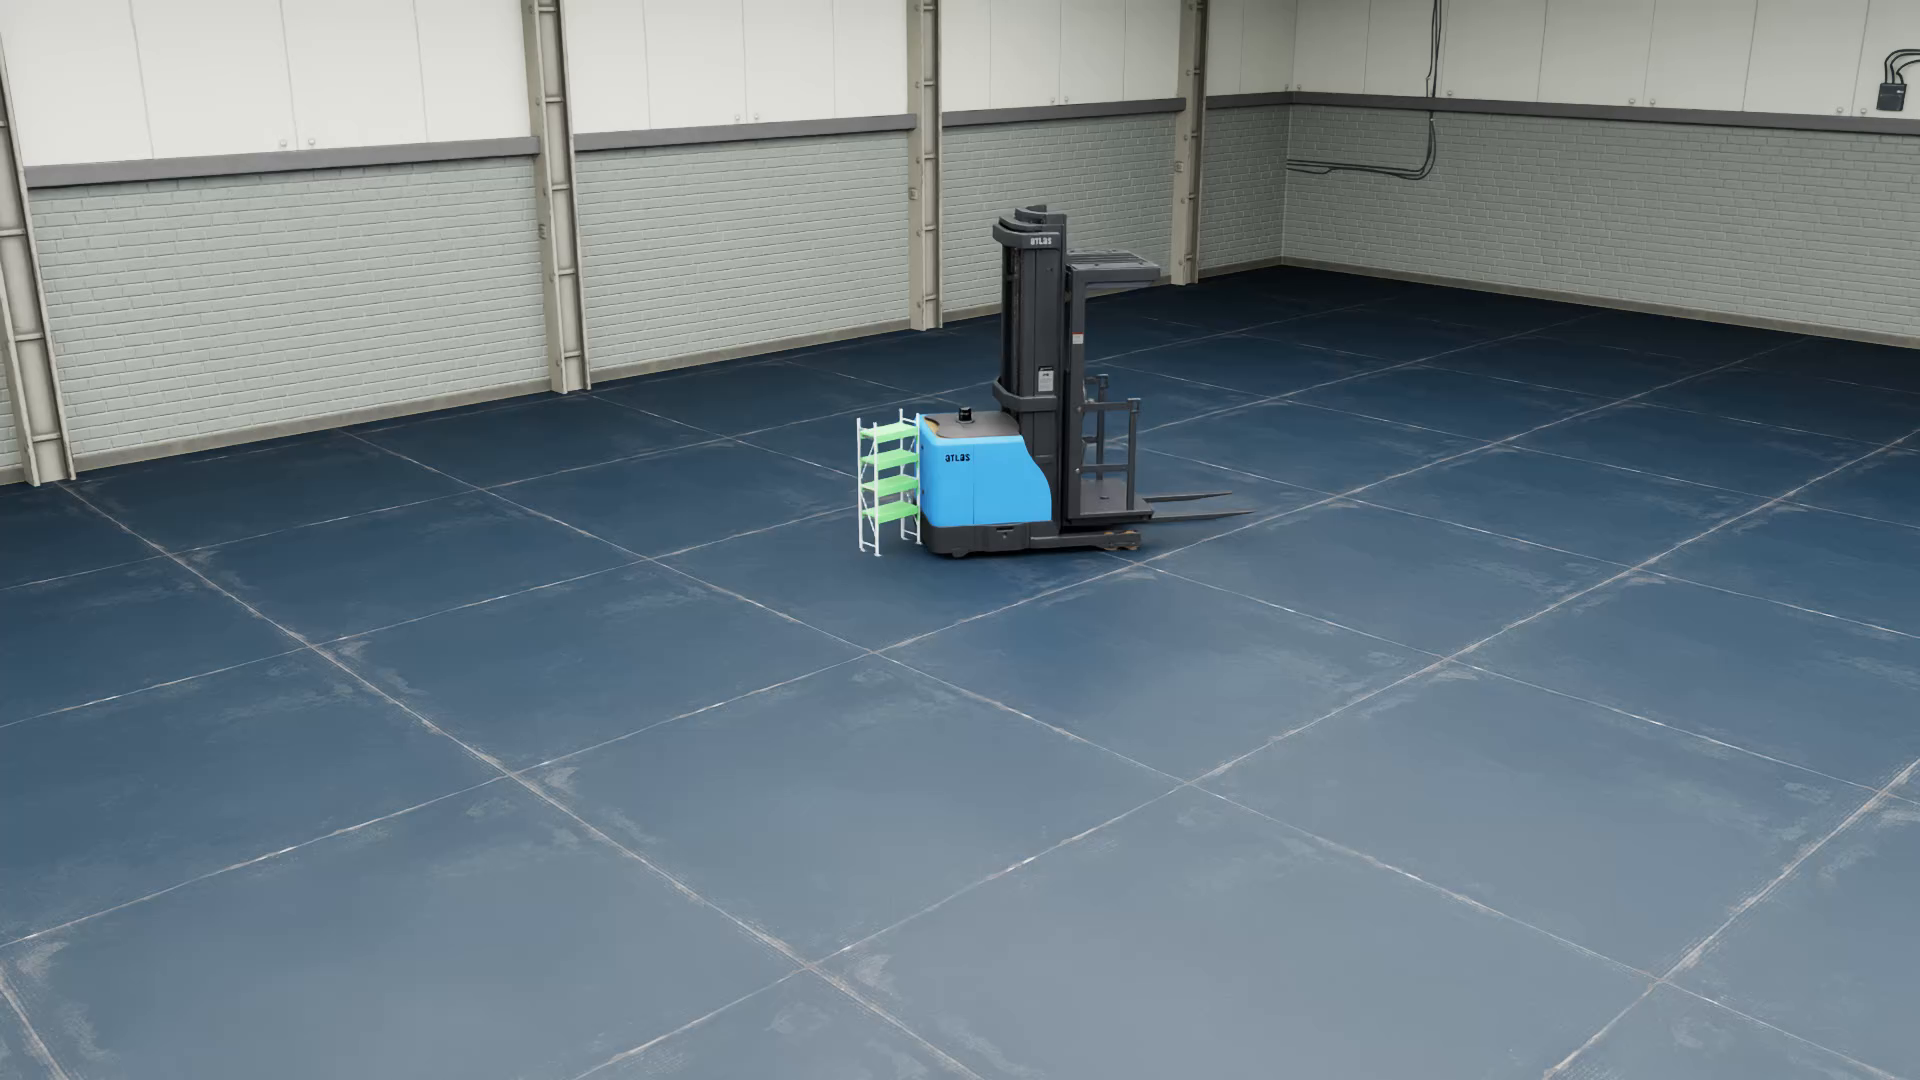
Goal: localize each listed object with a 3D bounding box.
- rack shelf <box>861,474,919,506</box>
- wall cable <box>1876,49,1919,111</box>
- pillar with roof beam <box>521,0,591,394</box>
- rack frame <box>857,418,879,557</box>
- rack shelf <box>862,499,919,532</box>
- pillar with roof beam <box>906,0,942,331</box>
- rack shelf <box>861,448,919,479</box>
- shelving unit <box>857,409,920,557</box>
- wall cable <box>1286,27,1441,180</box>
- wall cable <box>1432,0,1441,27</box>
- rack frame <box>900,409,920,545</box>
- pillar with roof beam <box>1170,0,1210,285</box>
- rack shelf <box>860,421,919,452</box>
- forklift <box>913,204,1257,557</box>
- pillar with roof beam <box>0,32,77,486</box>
[{"bbox_3d":[-0.621,-0.445,14.618,0.480,0.148,0.258,-16,24,-41],"label":"rack shelf"},{"bbox_3d":[13.413,-8.522,21.165,0.169,6.003,2.305,-16,24,-41],"label":"wall cable"},{"bbox_3d":[-1.908,-5.200,16.432,0.400,9.000,9.100,-16,24,-41],"label":"pillar with roof beam"},{"bbox_3d":[-0.799,-0.454,14.440,0.015,1.200,0.240,-16,24,-41],"label":"rack frame"},{"bbox_3d":[-0.621,-0.216,14.692,0.480,0.148,0.258,-16,24,-41],"label":"rack shelf"},{"bbox_3d":[2.451,-6.471,20.353,0.400,9.000,9.100,-16,24,-41],"label":"pillar with roof beam"},{"bbox_3d":[-0.621,-0.673,14.544,0.480,0.148,0.258,-16,24,-41],"label":"rack shelf"},{"bbox_3d":[-0.621,-0.505,14.598,0.503,1.200,0.258,-16,24,-41],"label":"shelving unit"},{"bbox_3d":[6.902,-7.558,28.740,0.112,2.526,3.097,-16,24,-41],"label":"wall cable"},{"bbox_3d":[8.761,-9.354,26.091,0.112,2.526,3.097,-16,24,-41],"label":"wall cable"},{"bbox_3d":[-0.443,-0.557,14.757,0.015,1.200,0.240,-16,24,-41],"label":"rack frame"},{"bbox_3d":[6.811,-7.743,24.274,0.400,9.000,9.100,-16,24,-41],"label":"pillar with roof beam"},{"bbox_3d":[-0.621,-0.901,14.470,0.480,0.148,0.258,-16,24,-41],"label":"rack shelf"},{"bbox_3d":[1.141,-1.451,14.709,3.031,2.935,1.130,-4,18,-11],"label":"forklift"},{"bbox_3d":[-6.268,-3.928,12.510,0.400,9.000,9.100,-16,24,-41],"label":"pillar with roof beam"}]
